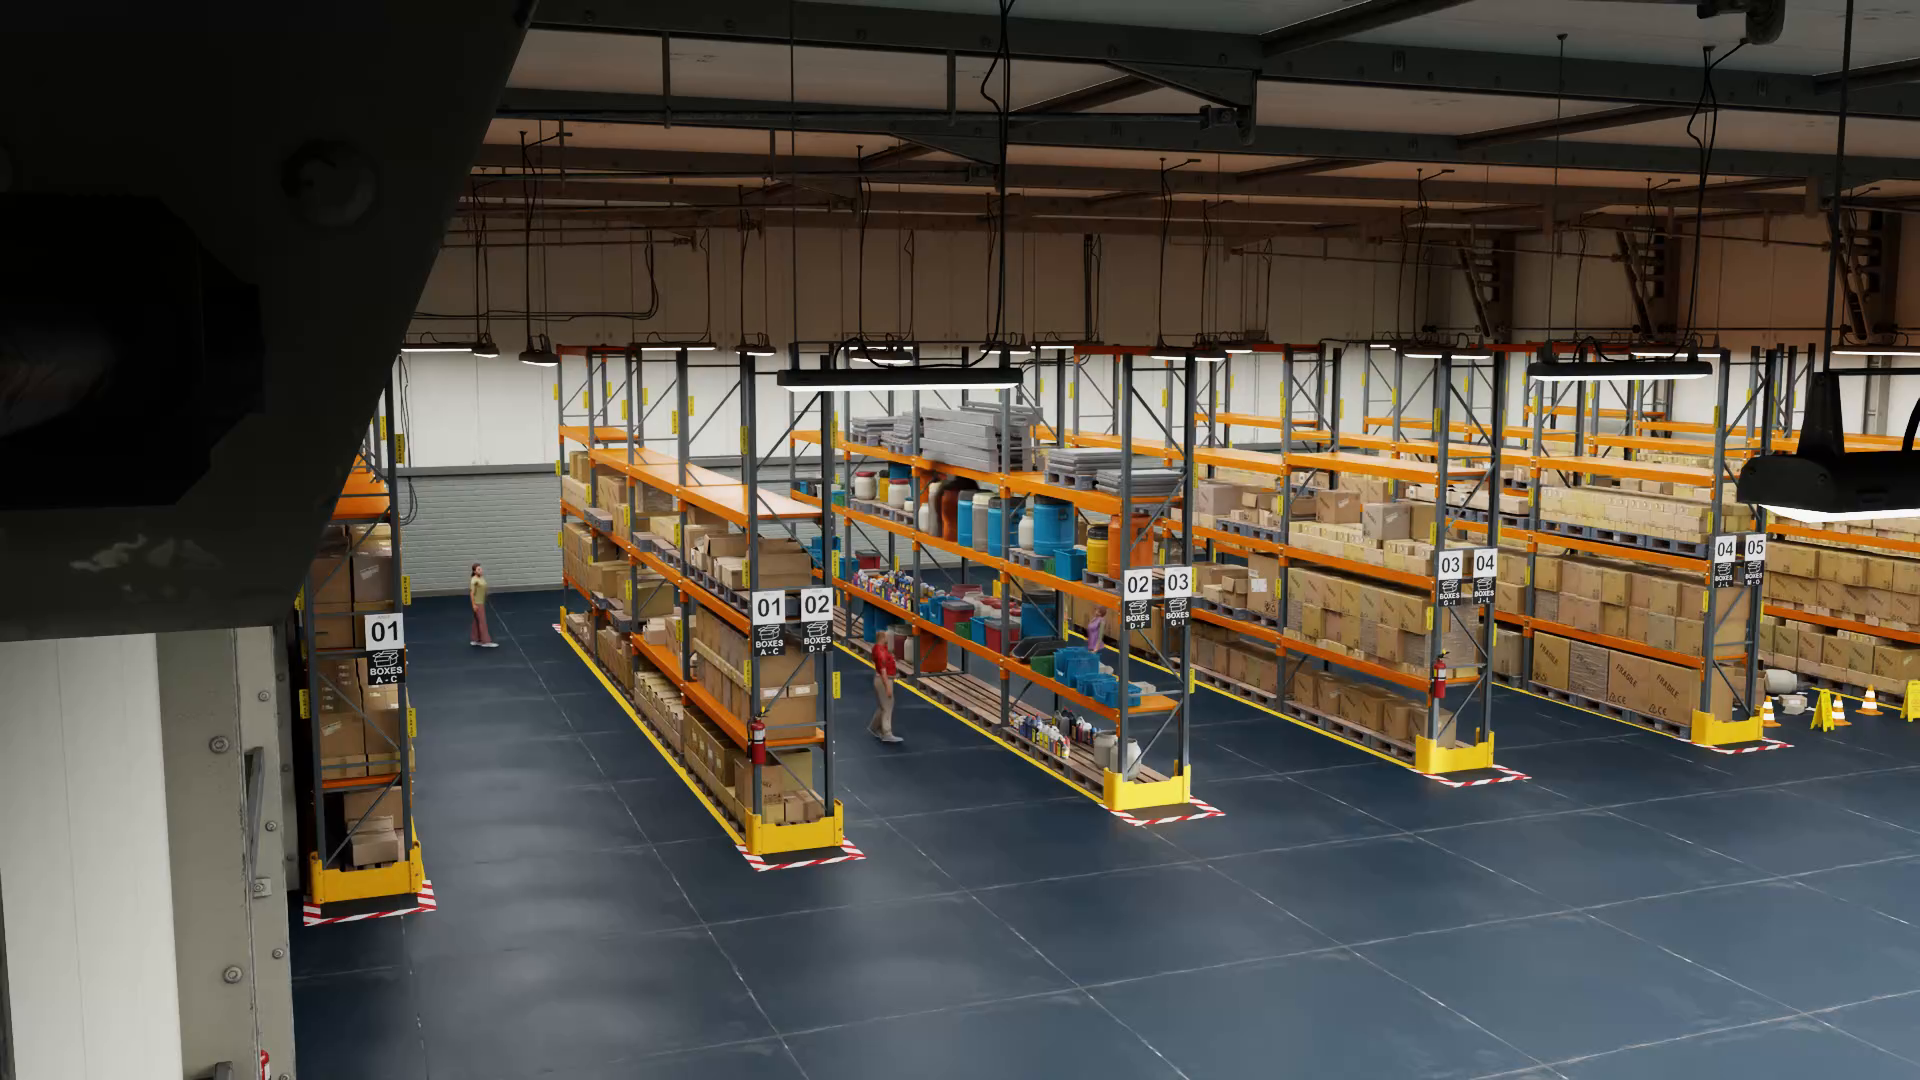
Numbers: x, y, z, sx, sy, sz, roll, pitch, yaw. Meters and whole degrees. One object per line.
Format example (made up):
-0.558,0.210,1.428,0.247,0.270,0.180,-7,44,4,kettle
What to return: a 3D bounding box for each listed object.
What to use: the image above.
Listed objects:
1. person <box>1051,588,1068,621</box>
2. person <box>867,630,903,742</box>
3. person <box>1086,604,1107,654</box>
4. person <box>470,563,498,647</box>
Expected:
1.779,1.614,30.625,0.409,1.606,1.077,-5,9,-34,person
-1.157,2.236,25.564,0.526,1.750,0.611,-1,7,-7,person
2.306,1.901,28.638,0.436,1.580,0.511,-1,7,-4,person
-9.514,1.295,33.199,0.567,1.676,0.483,0,7,-3,person
